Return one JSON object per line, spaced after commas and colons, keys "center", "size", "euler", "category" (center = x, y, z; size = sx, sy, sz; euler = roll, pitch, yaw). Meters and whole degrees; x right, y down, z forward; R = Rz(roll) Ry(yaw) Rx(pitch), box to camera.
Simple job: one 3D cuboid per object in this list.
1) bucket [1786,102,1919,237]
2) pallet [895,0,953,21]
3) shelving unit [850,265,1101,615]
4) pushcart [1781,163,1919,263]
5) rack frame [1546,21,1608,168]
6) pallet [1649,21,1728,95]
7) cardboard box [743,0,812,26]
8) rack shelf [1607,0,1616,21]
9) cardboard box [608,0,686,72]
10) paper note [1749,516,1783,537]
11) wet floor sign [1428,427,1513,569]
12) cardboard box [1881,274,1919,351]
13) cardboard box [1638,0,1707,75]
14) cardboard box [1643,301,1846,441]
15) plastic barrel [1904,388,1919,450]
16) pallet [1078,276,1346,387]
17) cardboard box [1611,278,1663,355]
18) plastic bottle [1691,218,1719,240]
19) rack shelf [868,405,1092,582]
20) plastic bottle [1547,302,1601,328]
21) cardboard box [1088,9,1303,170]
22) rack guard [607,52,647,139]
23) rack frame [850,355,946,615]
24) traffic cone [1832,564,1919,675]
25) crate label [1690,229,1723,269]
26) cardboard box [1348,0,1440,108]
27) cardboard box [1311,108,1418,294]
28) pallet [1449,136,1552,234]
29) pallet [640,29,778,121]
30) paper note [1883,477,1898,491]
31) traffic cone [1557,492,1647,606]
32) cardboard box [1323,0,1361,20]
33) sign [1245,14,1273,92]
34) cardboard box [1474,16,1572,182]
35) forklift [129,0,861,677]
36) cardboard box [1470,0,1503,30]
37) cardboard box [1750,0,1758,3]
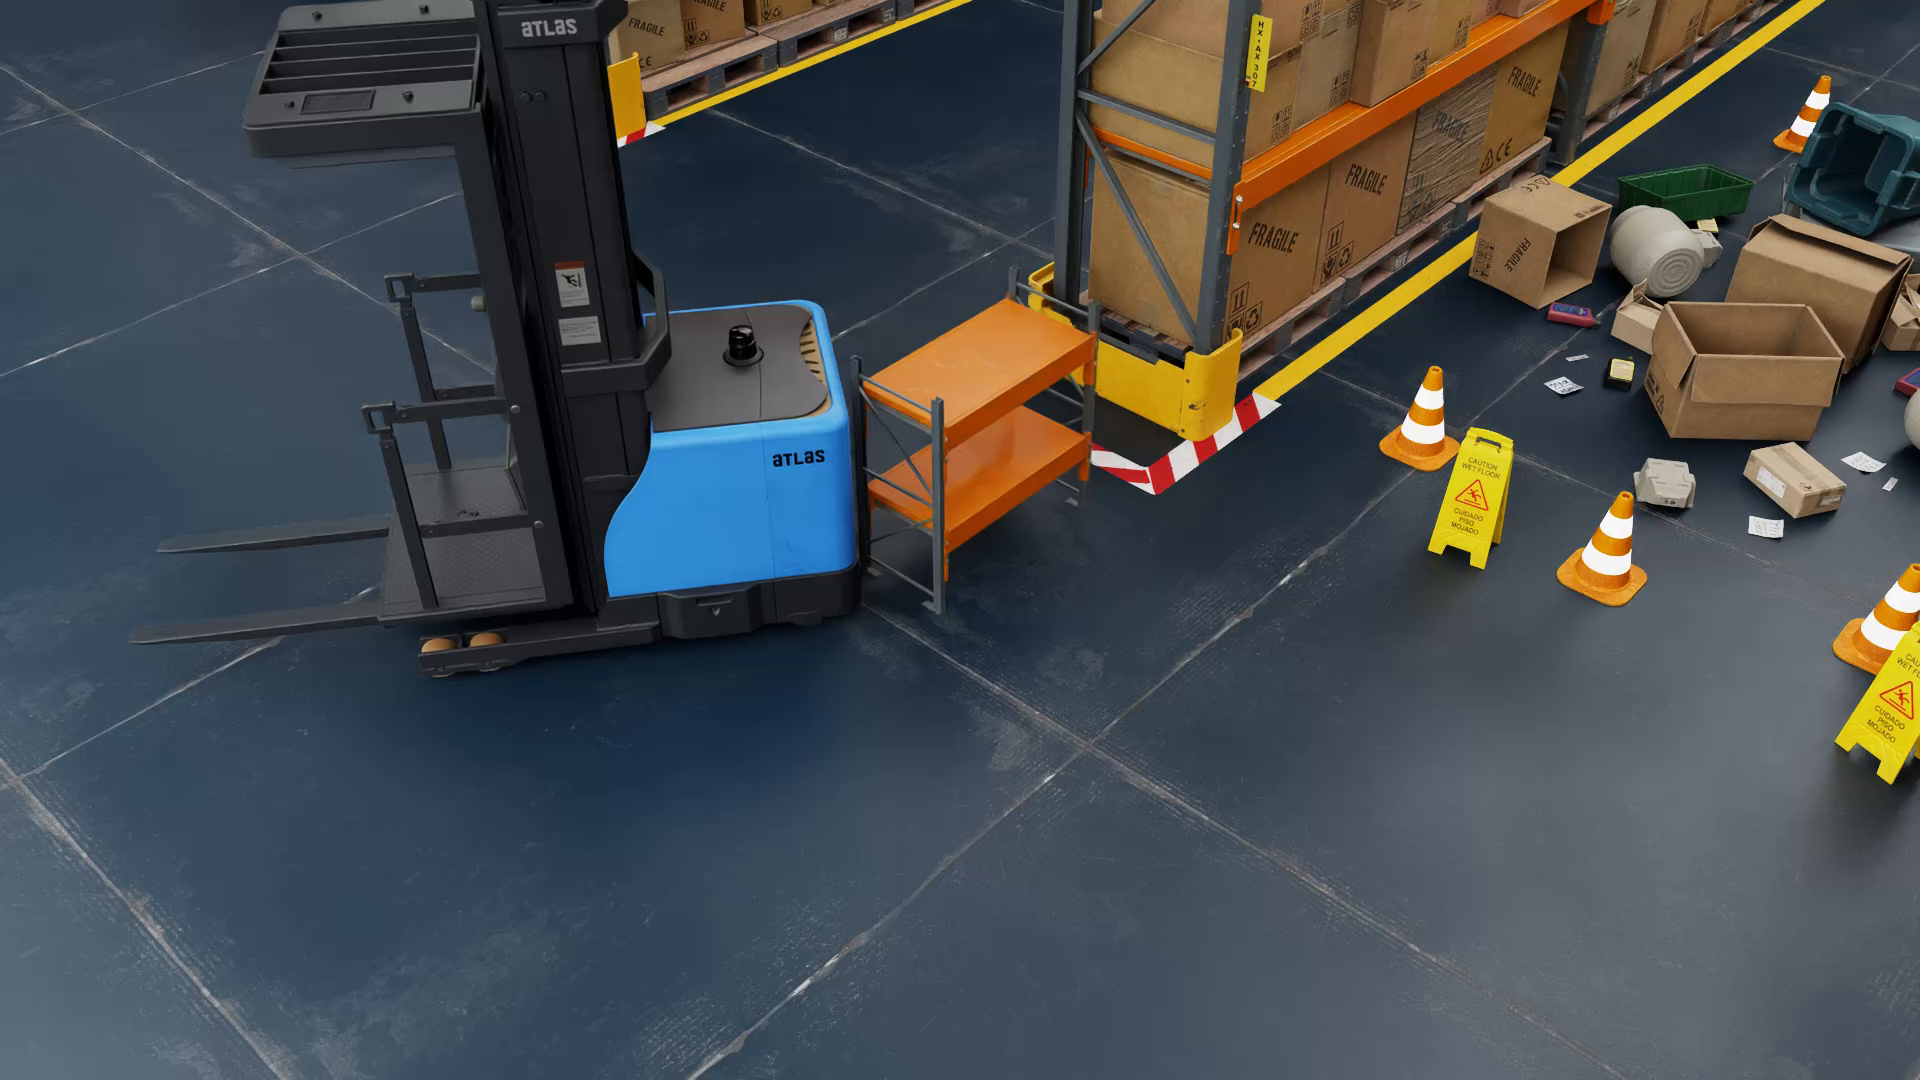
{"center": [5.204, -2.109, 9.401], "size": [0.620, 0.611, 0.726], "euler": [-10, 38, -28], "category": "bucket"}
{"center": [-0.426, -4.540, 13.290], "size": [1.003, 0.211, 1.213], "euler": [30, 47, 32], "category": "pallet"}
{"center": [0.079, -0.455, 7.418], "size": [0.538, 1.125, 1.048], "euler": [29, 47, 31], "category": "shelving unit"}
{"center": [5.600, -1.702, 9.587], "size": [1.648, 0.377, 0.936], "euler": [14, 41, 17], "category": "pushcart"}
{"center": [3.594, -3.826, 10.151], "size": [1.000, 3.000, 0.127], "euler": [30, 47, 32], "category": "rack frame"}
{"center": [4.882, -3.683, 12.213], "size": [1.003, 0.211, 1.213], "euler": [30, 47, 32], "category": "pallet"}
{"center": [-1.449, -4.151, 12.232], "size": [0.500, 0.500, 0.500], "euler": [-29, 47, -32], "category": "cardboard box"}
{"center": [4.944, -4.463, 11.530], "size": [1.077, 0.370, 4.000], "euler": [30, 47, 32], "category": "rack shelf"}
{"center": [-2.264, -3.583, 11.517], "size": [0.500, 0.500, 0.500], "euler": [-25, 45, -28], "category": "cardboard box"}
{"center": [3.786, -0.064, 7.806], "size": [0.148, 0.019, 0.142], "euler": [14, 41, 17], "category": "paper note"}
{"center": [2.338, -0.222, 7.510], "size": [0.267, 0.644, 0.232], "euler": [22, 43, 25], "category": "wet floor sign"}
{"center": [5.182, -1.250, 9.109], "size": [0.258, 0.266, 0.396], "euler": [2, 39, 2], "category": "cardboard box"}
{"center": [4.600, -3.874, 11.682], "size": [1.050, 0.750, 0.750], "euler": [30, 47, 32], "category": "cardboard box"}
{"center": [3.934, -0.849, 8.413], "size": [0.797, 0.503, 0.637], "euler": [2, 39, 2], "category": "cardboard box"}
{"center": [4.894, -0.532, 8.079], "size": [0.421, 0.421, 0.512], "euler": [-5, 39, -6], "category": "plastic barrel"}
{"center": [1.377, -1.297, 9.211], "size": [1.003, 0.211, 1.213], "euler": [30, 47, 32], "category": "pallet"}
{"center": [3.794, -1.192, 9.036], "size": [0.258, 0.266, 0.396], "euler": [-26, 45, -29], "category": "cardboard box"}
{"center": [4.522, -1.915, 10.109], "size": [0.133, 0.061, 0.283], "euler": [8, 39, 10], "category": "plastic bottle"}
{"center": [0.078, -0.263, 7.570], "size": [0.538, 0.278, 1.000], "euler": [29, 47, 31], "category": "rack shelf"}
{"center": [3.430, -1.251, 9.274], "size": [0.283, 0.061, 0.133], "euler": [14, 41, 17], "category": "plastic bottle"}
{"center": [1.113, -2.236, 8.031], "size": [0.875, 0.550, 0.550], "euler": [30, 47, 32], "category": "cardboard box"}
{"center": [-2.646, -3.173, 11.339], "size": [1.175, 0.500, 0.348], "euler": [30, 47, 32], "category": "rack guard"}
{"center": [-0.260, -0.219, 7.122], "size": [0.500, 1.125, 0.032], "euler": [29, 47, 31], "category": "rack frame"}
{"center": [3.956, 0.298, 7.004], "size": [0.336, 0.463, 0.334], "euler": [30, 47, 32], "category": "traffic cone"}
{"center": [4.326, -1.725, 9.809], "size": [0.298, 0.136, 0.250], "euler": [2, 39, 2], "category": "crate label"}
{"center": [1.938, -2.702, 8.618], "size": [0.875, 0.550, 0.550], "euler": [30, 47, 32], "category": "cardboard box"}
{"center": [1.897, -2.065, 9.307], "size": [0.875, 0.875, 0.875], "euler": [29, 47, 31], "category": "cardboard box"}
{"center": [3.024, -2.418, 10.621], "size": [1.003, 0.211, 1.213], "euler": [30, 47, 32], "category": "pallet"}
{"center": [-2.072, -3.419, 11.880], "size": [1.003, 0.211, 1.213], "euler": [30, 47, 32], "category": "pallet"}
{"center": [4.525, -0.272, 8.084], "size": [0.032, 0.001, 0.123], "euler": [30, 47, 32], "category": "paper note"}
{"center": [2.907, -0.012, 7.393], "size": [0.336, 0.463, 0.334], "euler": [30, 47, 32], "category": "traffic cone"}
{"center": [1.478, -2.915, 8.017], "size": [0.875, 0.550, 0.550], "euler": [30, 47, 32], "category": "cardboard box"}
{"center": [1.301, -2.122, 7.249], "size": [0.100, 0.325, 0.005], "euler": [30, 47, 32], "category": "sign"}
{"center": [3.118, -2.899, 10.355], "size": [0.875, 0.875, 0.875], "euler": [30, 48, 32], "category": "cardboard box"}
{"center": [-2.002, -0.926, 6.559], "size": [3.031, 2.935, 1.130], "euler": [-7, 39, -8], "category": "forklift"}
{"center": [2.549, -3.249, 9.305], "size": [0.875, 0.550, 0.550], "euler": [30, 47, 32], "category": "cardboard box"}
{"center": [5.816, -4.705, 12.727], "size": [1.050, 0.750, 0.750], "euler": [29, 47, 31], "category": "cardboard box"}
